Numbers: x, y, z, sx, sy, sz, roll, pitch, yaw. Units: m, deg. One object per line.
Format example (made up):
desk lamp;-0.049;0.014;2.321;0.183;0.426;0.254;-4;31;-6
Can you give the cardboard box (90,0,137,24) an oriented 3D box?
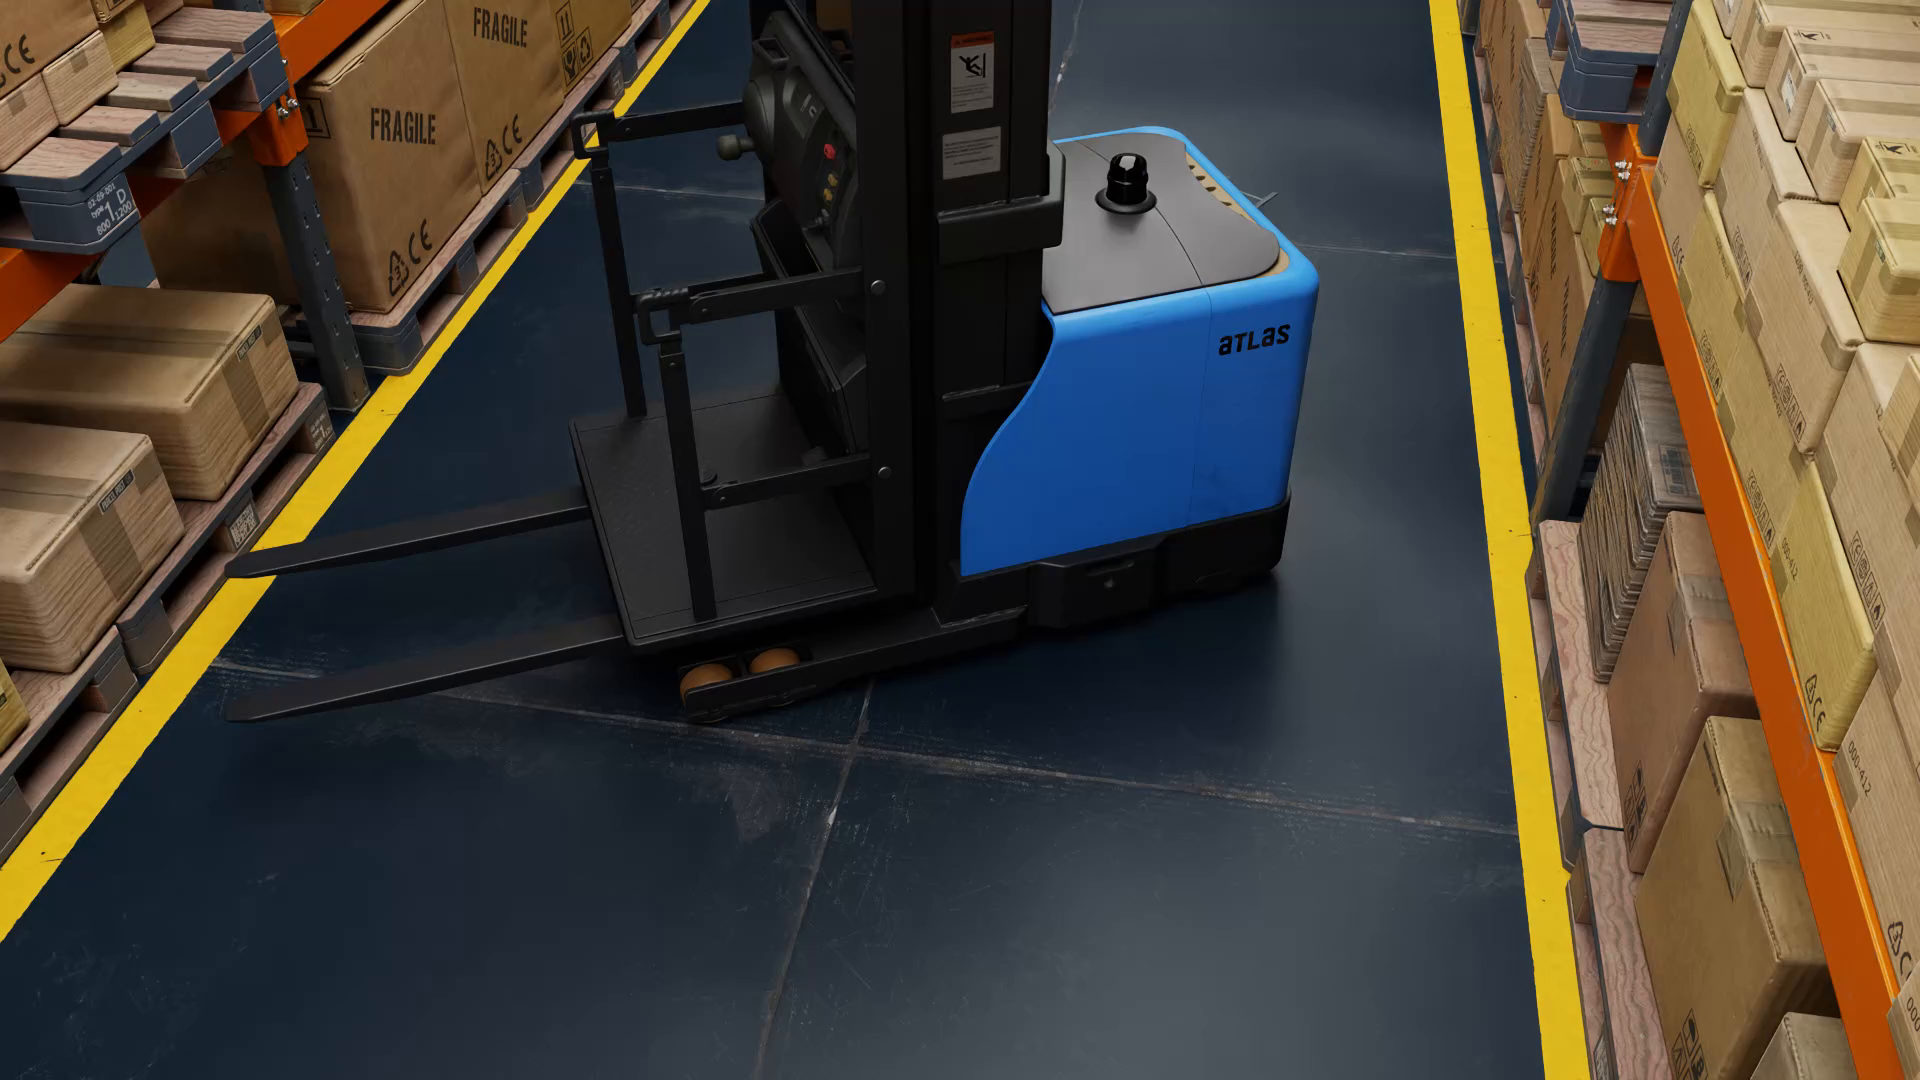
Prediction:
cardboard box;-2.384;-1.683;4.290;0.500;0.500;0.500;5;40;6

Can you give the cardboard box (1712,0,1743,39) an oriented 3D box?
cardboard box;1.965;-1.260;3.832;0.380;0.149;0.250;8;40;9

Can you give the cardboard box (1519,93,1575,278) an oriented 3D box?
cardboard box;2.356;-1.268;6.062;0.500;0.500;0.500;8;40;10

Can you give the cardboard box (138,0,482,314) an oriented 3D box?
cardboard box;-2.378;-1.451;5.989;0.875;0.875;0.875;6;40;7

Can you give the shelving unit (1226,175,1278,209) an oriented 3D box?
shelving unit;0.793;-1.064;6.384;0.258;0.189;1.200;28;47;29

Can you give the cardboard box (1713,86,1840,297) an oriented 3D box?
cardboard box;1.905;-0.708;3.478;0.500;0.250;0.500;8;40;9

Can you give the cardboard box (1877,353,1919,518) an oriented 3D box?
cardboard box;1.620;-0.136;2.473;0.380;0.149;0.250;5;40;6

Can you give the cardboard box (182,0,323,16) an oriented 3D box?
cardboard box;-2.247;-1.905;5.318;0.500;0.250;0.500;6;40;7

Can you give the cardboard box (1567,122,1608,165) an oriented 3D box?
cardboard box;2.252;-1.260;5.543;0.380;0.149;0.250;5;40;6

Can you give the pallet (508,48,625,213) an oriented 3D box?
pallet;-2.155;-1.859;7.333;1.003;0.211;1.213;6;40;8

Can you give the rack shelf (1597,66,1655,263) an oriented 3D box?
rack shelf;2.656;-2.117;6.021;1.077;0.370;4.000;6;40;8

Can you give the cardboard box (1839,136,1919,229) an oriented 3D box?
cardboard box;1.854;-0.602;3.036;0.380;0.149;0.250;7;40;8

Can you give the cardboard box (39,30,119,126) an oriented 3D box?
cardboard box;-2.379;-1.178;4.188;0.380;0.149;0.250;6;40;7

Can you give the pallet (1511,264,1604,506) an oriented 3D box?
pallet;2.476;-0.528;5.724;1.003;0.211;1.213;6;40;8

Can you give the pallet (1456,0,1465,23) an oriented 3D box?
pallet;3.122;-3.005;8.719;1.003;0.211;1.213;6;40;8

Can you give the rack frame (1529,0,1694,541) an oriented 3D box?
rack frame;2.310;-1.139;4.273;1.000;3.000;0.127;6;40;8

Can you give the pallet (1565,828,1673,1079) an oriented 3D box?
pallet;1.916;1.212;3.619;1.003;0.211;1.213;6;40;8

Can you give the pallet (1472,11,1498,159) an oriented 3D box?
pallet;2.899;-2.060;7.576;1.003;0.211;1.213;6;40;8

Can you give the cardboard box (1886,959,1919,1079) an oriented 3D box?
cardboard box;1.529;0.768;2.085;0.500;0.250;0.500;6;40;7

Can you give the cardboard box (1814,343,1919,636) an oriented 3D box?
cardboard box;1.733;-0.058;2.692;0.500;0.250;0.500;7;40;8

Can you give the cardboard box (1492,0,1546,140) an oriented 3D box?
cardboard box;2.524;-1.921;6.851;0.500;0.500;0.500;5;40;6

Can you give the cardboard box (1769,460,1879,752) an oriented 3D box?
cardboard box;1.727;0.135;2.850;0.500;0.250;0.500;8;40;9

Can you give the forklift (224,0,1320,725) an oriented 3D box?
forklift;-0.590;-1.001;4.160;3.031;2.935;1.130;-12;41;-15

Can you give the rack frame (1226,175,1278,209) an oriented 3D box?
rack frame;0.794;-1.135;6.326;0.240;0.006;1.200;28;47;29

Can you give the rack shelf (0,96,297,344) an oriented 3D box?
rack shelf;-2.926;-0.151;3.644;1.077;0.370;4.000;6;40;8

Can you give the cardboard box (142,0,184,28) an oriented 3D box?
cardboard box;-2.404;-1.517;4.598;0.380;0.149;0.250;8;40;9

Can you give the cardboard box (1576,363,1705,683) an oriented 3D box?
cardboard box;2.189;0.005;4.425;0.875;0.625;0.625;8;40;9

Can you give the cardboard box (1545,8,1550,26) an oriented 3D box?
cardboard box;2.514;-2.075;6.529;0.380;0.149;0.250;8;40;9

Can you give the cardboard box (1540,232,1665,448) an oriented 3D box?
cardboard box;2.171;-0.626;5.286;0.500;0.500;0.500;7;40;9

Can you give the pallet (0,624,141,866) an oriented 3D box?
pallet;-2.930;0.645;4.305;1.003;0.211;1.213;6;40;8

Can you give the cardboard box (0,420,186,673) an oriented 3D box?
cardboard box;-2.807;-0.015;4.647;0.950;0.372;0.625;6;40;7

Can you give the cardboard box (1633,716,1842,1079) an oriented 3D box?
cardboard box;1.967;0.838;3.416;0.875;0.625;0.625;5;40;6

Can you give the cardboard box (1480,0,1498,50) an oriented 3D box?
cardboard box;2.697;-2.569;7.635;0.500;0.500;0.500;8;40;10

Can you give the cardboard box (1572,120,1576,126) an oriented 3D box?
cardboard box;2.385;-1.577;5.927;0.380;0.149;0.250;6;40;7

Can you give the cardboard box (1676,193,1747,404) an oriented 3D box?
cardboard box;1.901;-0.514;3.636;0.500;0.250;0.500;6;40;7

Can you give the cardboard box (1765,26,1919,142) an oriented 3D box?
cardboard box;1.901;-0.928;3.431;0.380;0.149;0.250;7;40;9

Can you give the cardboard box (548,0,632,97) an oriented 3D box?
cardboard box;-2.064;-2.571;7.344;0.875;0.875;0.875;7;40;9

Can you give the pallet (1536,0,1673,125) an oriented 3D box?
pallet;2.358;-1.498;4.858;1.213;0.211;1.003;6;40;8

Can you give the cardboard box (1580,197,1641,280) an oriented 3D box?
cardboard box;2.146;-0.925;5.138;0.380;0.149;0.250;5;40;5
